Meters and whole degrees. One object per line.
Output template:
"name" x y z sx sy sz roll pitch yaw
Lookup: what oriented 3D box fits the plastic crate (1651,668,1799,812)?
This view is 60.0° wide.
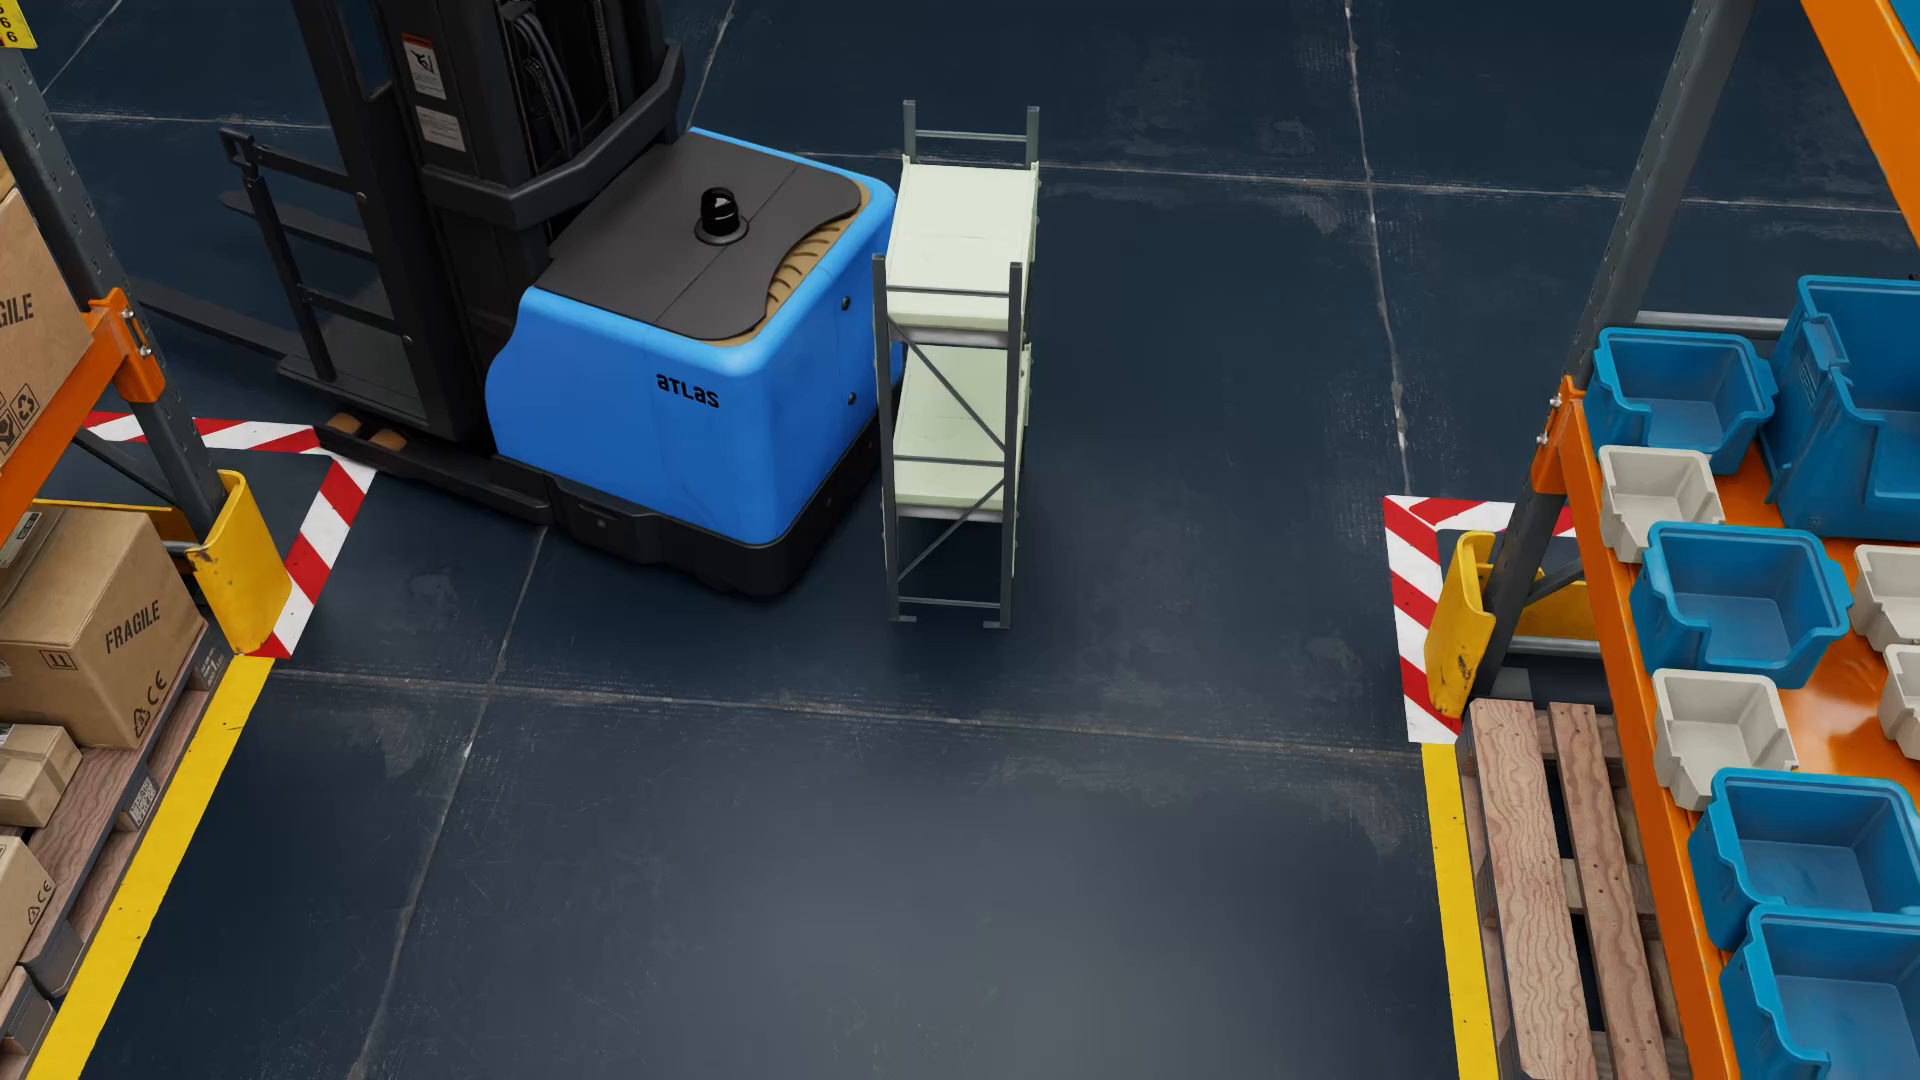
"plastic crate" 1.573 0.434 3.459 0.250 0.136 0.298 4 48 4

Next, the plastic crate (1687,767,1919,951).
"plastic crate" 1.627 0.640 3.205 0.416 0.233 0.300 4 48 4

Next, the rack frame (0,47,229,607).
"rack frame" -2.835 -0.859 4.503 1.000 3.000 0.127 4 48 4

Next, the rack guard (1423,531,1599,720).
"rack guard" 2.086 0.302 5.135 1.175 0.500 0.348 4 48 4

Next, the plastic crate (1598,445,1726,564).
"plastic crate" 1.635 -0.065 3.915 0.250 0.136 0.298 4 48 4

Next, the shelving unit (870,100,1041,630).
"shelving unit" -0.001 -0.501 5.192 0.431 1.500 0.755 4 48 4

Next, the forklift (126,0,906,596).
"forklift" -1.745 -1.555 5.186 3.031 2.935 1.130 19 50 17

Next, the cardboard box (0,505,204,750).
"cardboard box" -2.640 0.252 4.882 0.500 0.500 0.500 4 48 4

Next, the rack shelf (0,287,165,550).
"rack shelf" -3.018 0.853 3.424 1.077 0.370 4.000 4 48 4

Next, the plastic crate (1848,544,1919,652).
"plastic crate" 2.203 0.157 3.712 0.396 0.136 0.243 4 48 4

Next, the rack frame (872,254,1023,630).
"rack frame" -0.034 -0.232 4.946 0.400 1.500 0.023 4 48 4

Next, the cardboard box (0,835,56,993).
"cardboard box" -2.756 1.033 4.338 0.500 0.250 0.500 4 48 4

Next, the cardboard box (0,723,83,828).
"cardboard box" -2.766 0.656 4.739 0.380 0.166 0.250 4 48 4

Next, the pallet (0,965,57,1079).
"pallet" -3.028 1.618 4.127 1.003 0.211 1.213 4 48 4

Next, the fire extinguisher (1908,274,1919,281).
"fire extinguisher" 2.563 -0.451 4.435 0.296 0.674 0.183 4 48 4

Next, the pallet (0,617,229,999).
"pallet" -2.914 0.724 4.945 1.003 0.211 1.213 4 48 4

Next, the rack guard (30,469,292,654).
"rack guard" -2.842 0.040 5.374 1.175 0.500 0.348 4 48 4

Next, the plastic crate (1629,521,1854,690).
"plastic crate" 1.687 0.156 3.647 0.416 0.233 0.300 4 48 4

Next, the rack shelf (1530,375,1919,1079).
"rack shelf" 1.915 1.189 3.117 1.077 0.370 4.000 4 48 4

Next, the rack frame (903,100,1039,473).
"rack frame" 0.033 -0.770 5.438 0.400 1.500 0.023 4 48 4

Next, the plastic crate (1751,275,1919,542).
"plastic crate" 2.252 -0.297 3.924 0.616 0.435 0.499 4 48 4

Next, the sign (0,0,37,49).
"sign" -2.285 -1.304 3.911 0.100 0.325 0.005 4 48 4

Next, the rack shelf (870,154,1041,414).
"rack shelf" -0.001 -0.765 4.904 0.431 0.370 0.720 4 48 4

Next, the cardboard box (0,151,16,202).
"cardboard box" -2.602 -0.885 3.781 0.500 0.500 0.500 3 48 3

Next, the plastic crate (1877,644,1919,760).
"plastic crate" 2.162 0.369 3.518 0.396 0.136 0.243 4 48 4

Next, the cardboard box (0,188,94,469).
"cardboard box" -2.605 -0.545 4.148 0.500 0.500 0.500 5 48 5

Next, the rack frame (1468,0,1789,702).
"rack frame" 2.097 -0.523 4.196 1.000 3.000 0.127 4 48 4

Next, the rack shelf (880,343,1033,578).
"rack shelf" -0.001 -0.281 5.433 0.431 0.370 0.720 4 48 4

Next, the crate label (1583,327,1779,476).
"crate label" 1.747 -0.328 4.090 0.416 0.233 0.303 4 48 4

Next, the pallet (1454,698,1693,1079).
"pallet" 1.983 1.021 4.673 1.003 0.211 1.213 4 48 4

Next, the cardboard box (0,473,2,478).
"cardboard box" -2.649 -0.164 3.799 0.500 0.500 0.500 4 48 4

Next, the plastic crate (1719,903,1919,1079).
"plastic crate" 1.599 0.861 3.003 0.416 0.233 0.300 4 48 4
